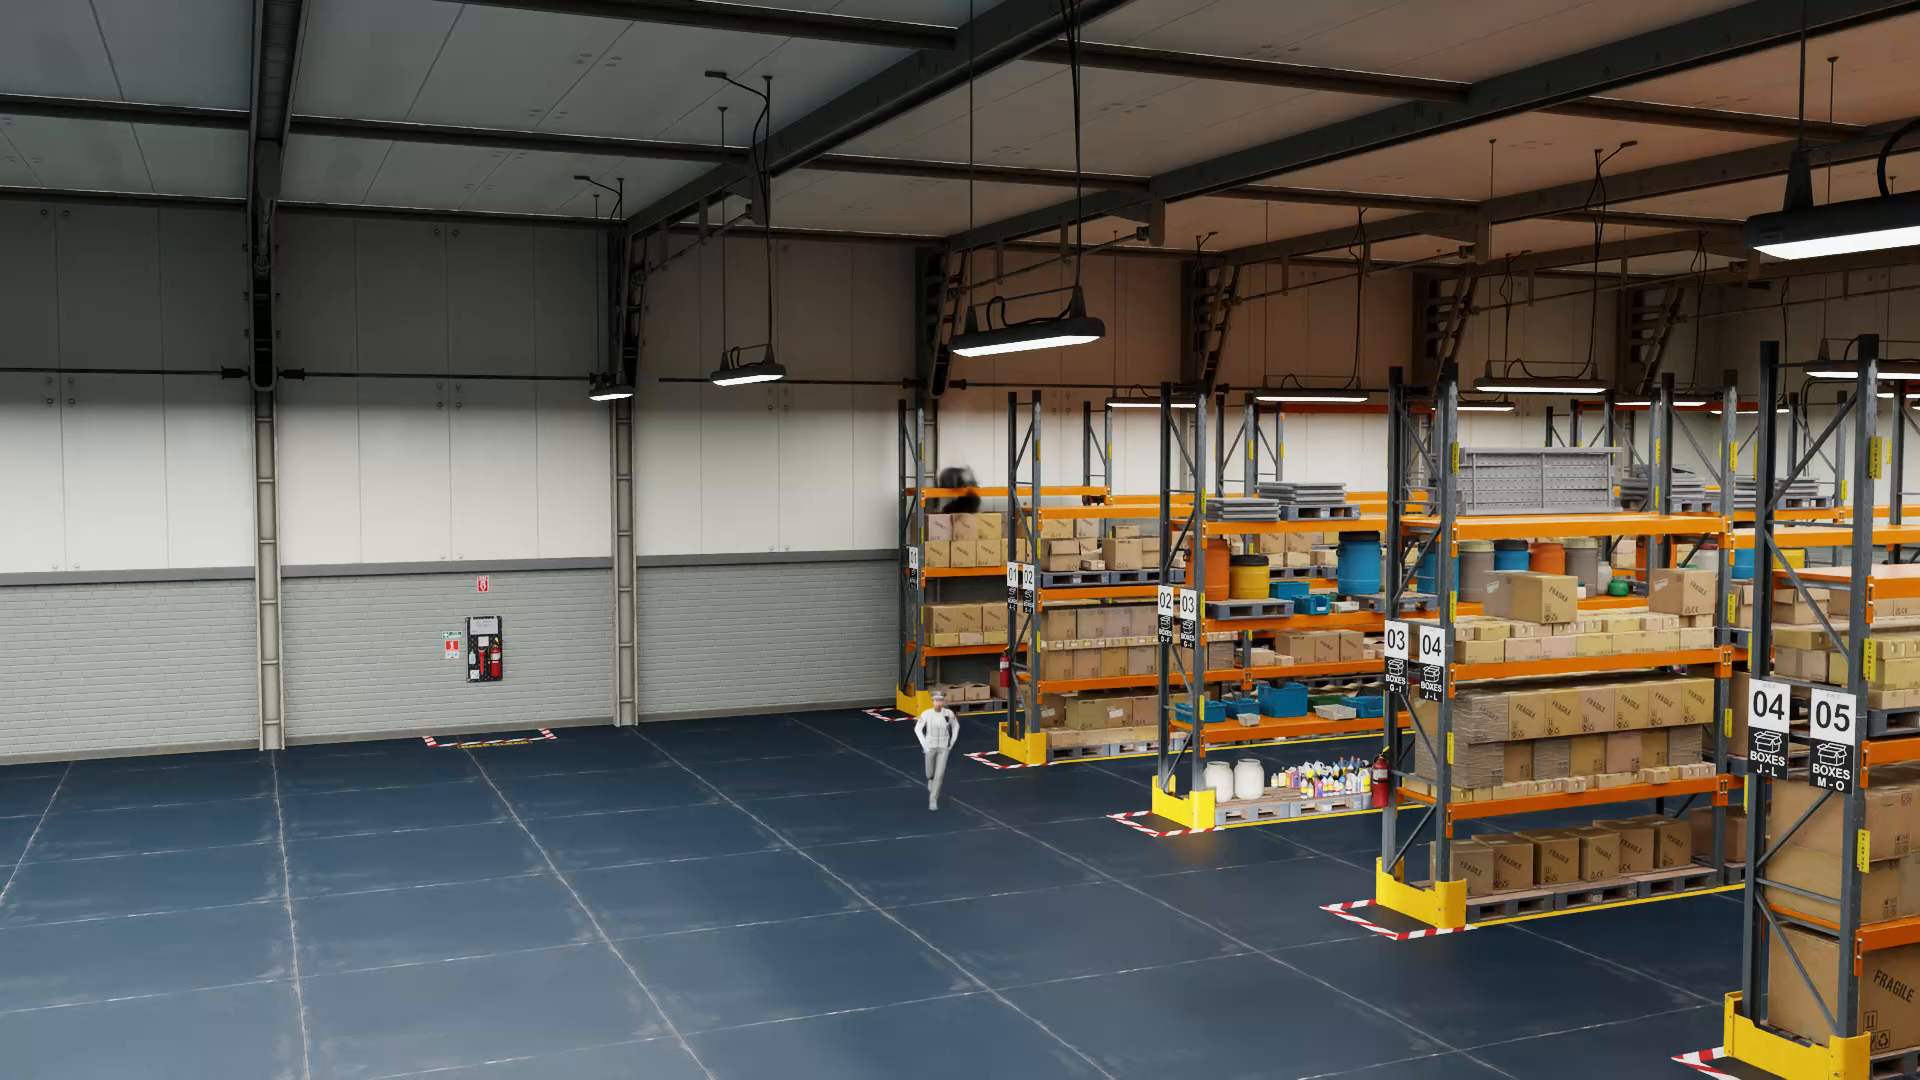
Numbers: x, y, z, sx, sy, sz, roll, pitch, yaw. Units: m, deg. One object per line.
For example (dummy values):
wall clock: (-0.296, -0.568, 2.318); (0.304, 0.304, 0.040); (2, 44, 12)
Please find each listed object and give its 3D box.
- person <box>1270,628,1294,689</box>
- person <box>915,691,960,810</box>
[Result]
person: (6.032, 2.484, 30.933); (0.661, 1.727, 0.705); (-2, 4, -30)
person: (-0.320, 2.957, 23.715); (0.643, 1.674, 0.725); (0, 3, -4)
